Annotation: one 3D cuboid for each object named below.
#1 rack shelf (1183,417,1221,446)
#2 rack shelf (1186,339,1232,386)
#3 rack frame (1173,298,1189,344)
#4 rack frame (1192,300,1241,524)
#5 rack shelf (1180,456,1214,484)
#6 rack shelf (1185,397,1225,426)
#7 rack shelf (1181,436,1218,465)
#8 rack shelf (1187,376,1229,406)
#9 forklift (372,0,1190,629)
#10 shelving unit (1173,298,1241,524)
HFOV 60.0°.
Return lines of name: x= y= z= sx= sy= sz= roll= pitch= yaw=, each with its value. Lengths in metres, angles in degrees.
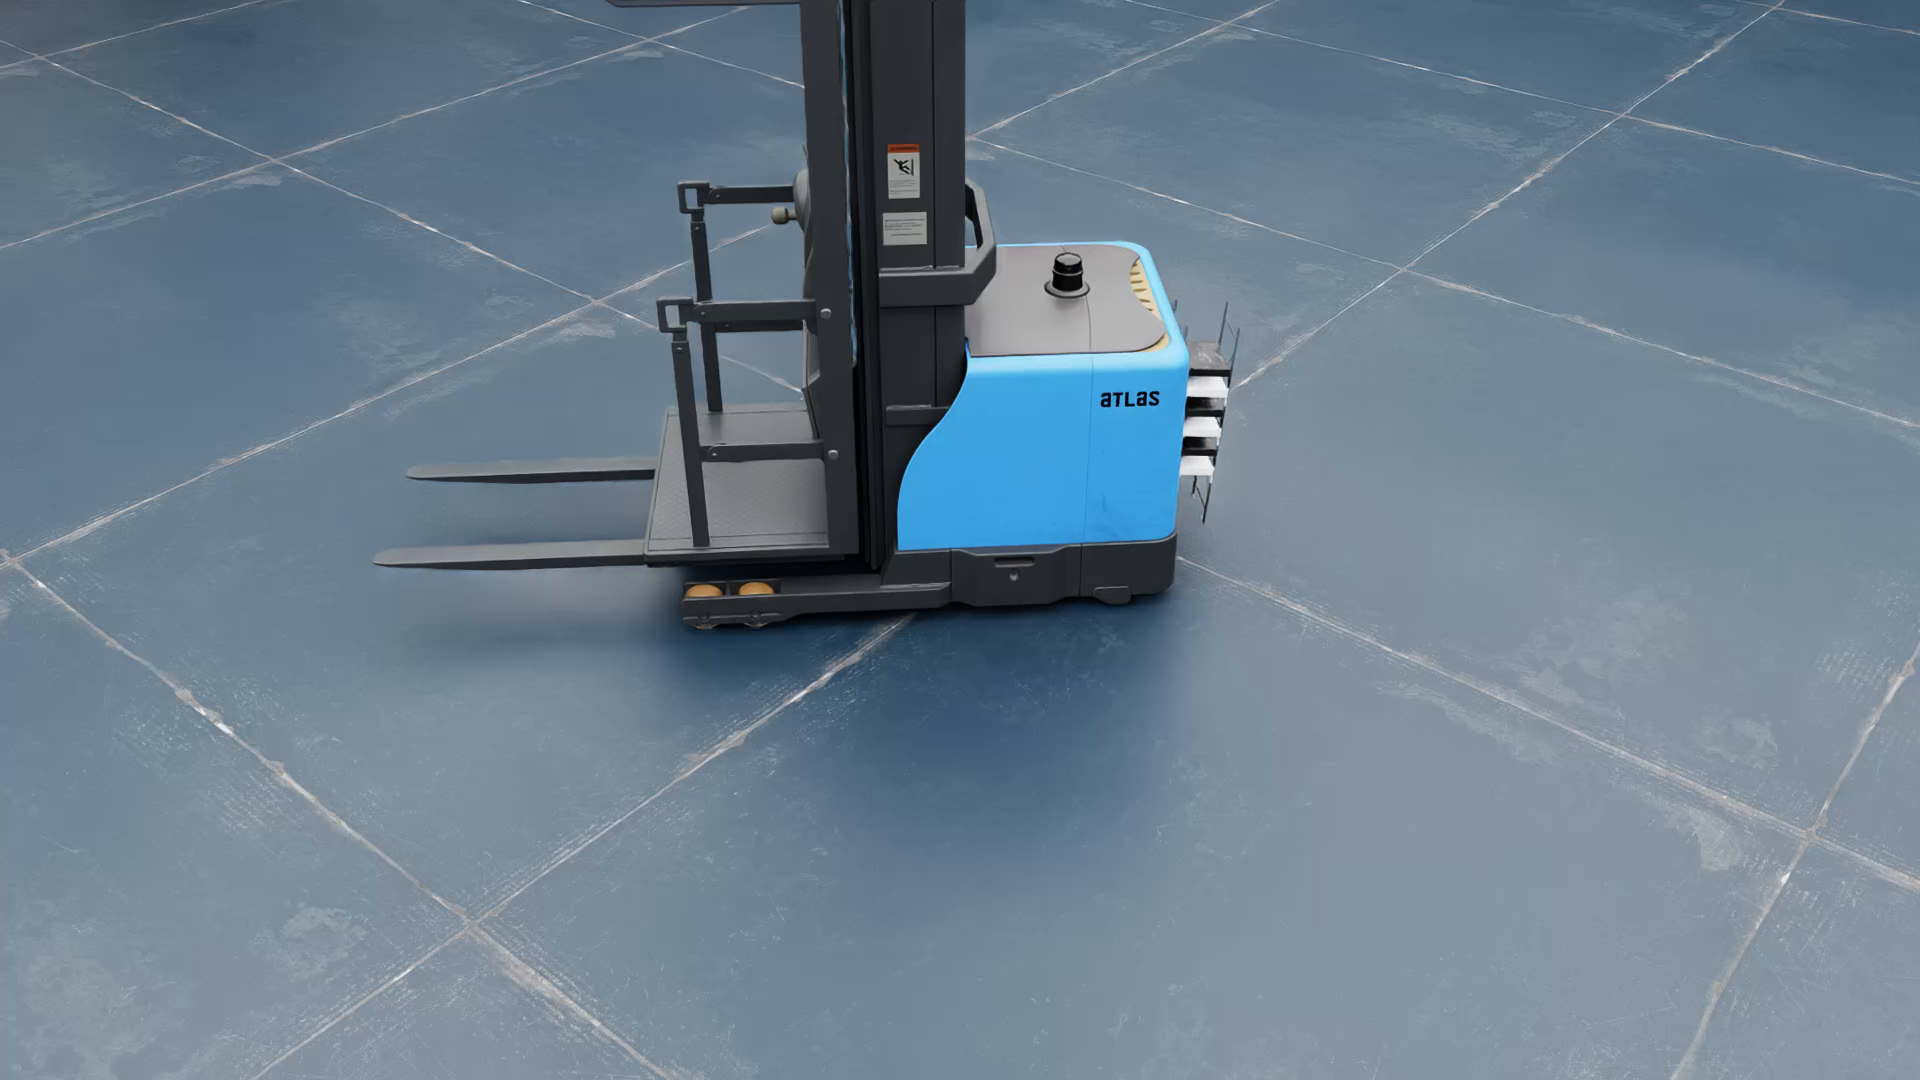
rack shelf: x=0.923 y=-0.479 z=6.699 sx=0.200 sy=0.077 sz=0.258 roll=1 pitch=34 yaw=-6
rack shelf: x=0.942 y=-0.701 z=6.548 sx=0.200 sy=0.077 sz=0.258 roll=1 pitch=34 yaw=-6
rack frame: x=0.824 y=-0.507 z=6.669 sx=0.006 sy=0.900 sz=0.240 roll=1 pitch=34 yaw=-6
rack frame: x=1.026 y=-0.505 z=6.691 sx=0.006 sy=0.900 sz=0.240 roll=1 pitch=34 yaw=-6
rack shelf: x=0.910 y=-0.330 z=6.800 sx=0.200 sy=0.077 sz=0.258 roll=1 pitch=34 yaw=-6
rack shelf: x=0.929 y=-0.553 z=6.648 sx=0.200 sy=0.077 sz=0.258 roll=1 pitch=34 yaw=-6
rack shelf: x=0.917 y=-0.404 z=6.749 sx=0.200 sy=0.077 sz=0.258 roll=1 pitch=34 yaw=-6
rack shelf: x=0.936 y=-0.627 z=6.598 sx=0.200 sy=0.077 sz=0.258 roll=1 pitch=34 yaw=-6
forklift: x=-0.716 y=-1.185 z=5.887 sx=3.031 sy=2.935 sz=1.130 roll=-2 pitch=35 yaw=-3
shelving unit: x=0.925 y=-0.506 z=6.680 sx=0.210 sy=0.900 sz=0.258 roll=1 pitch=34 yaw=-6
